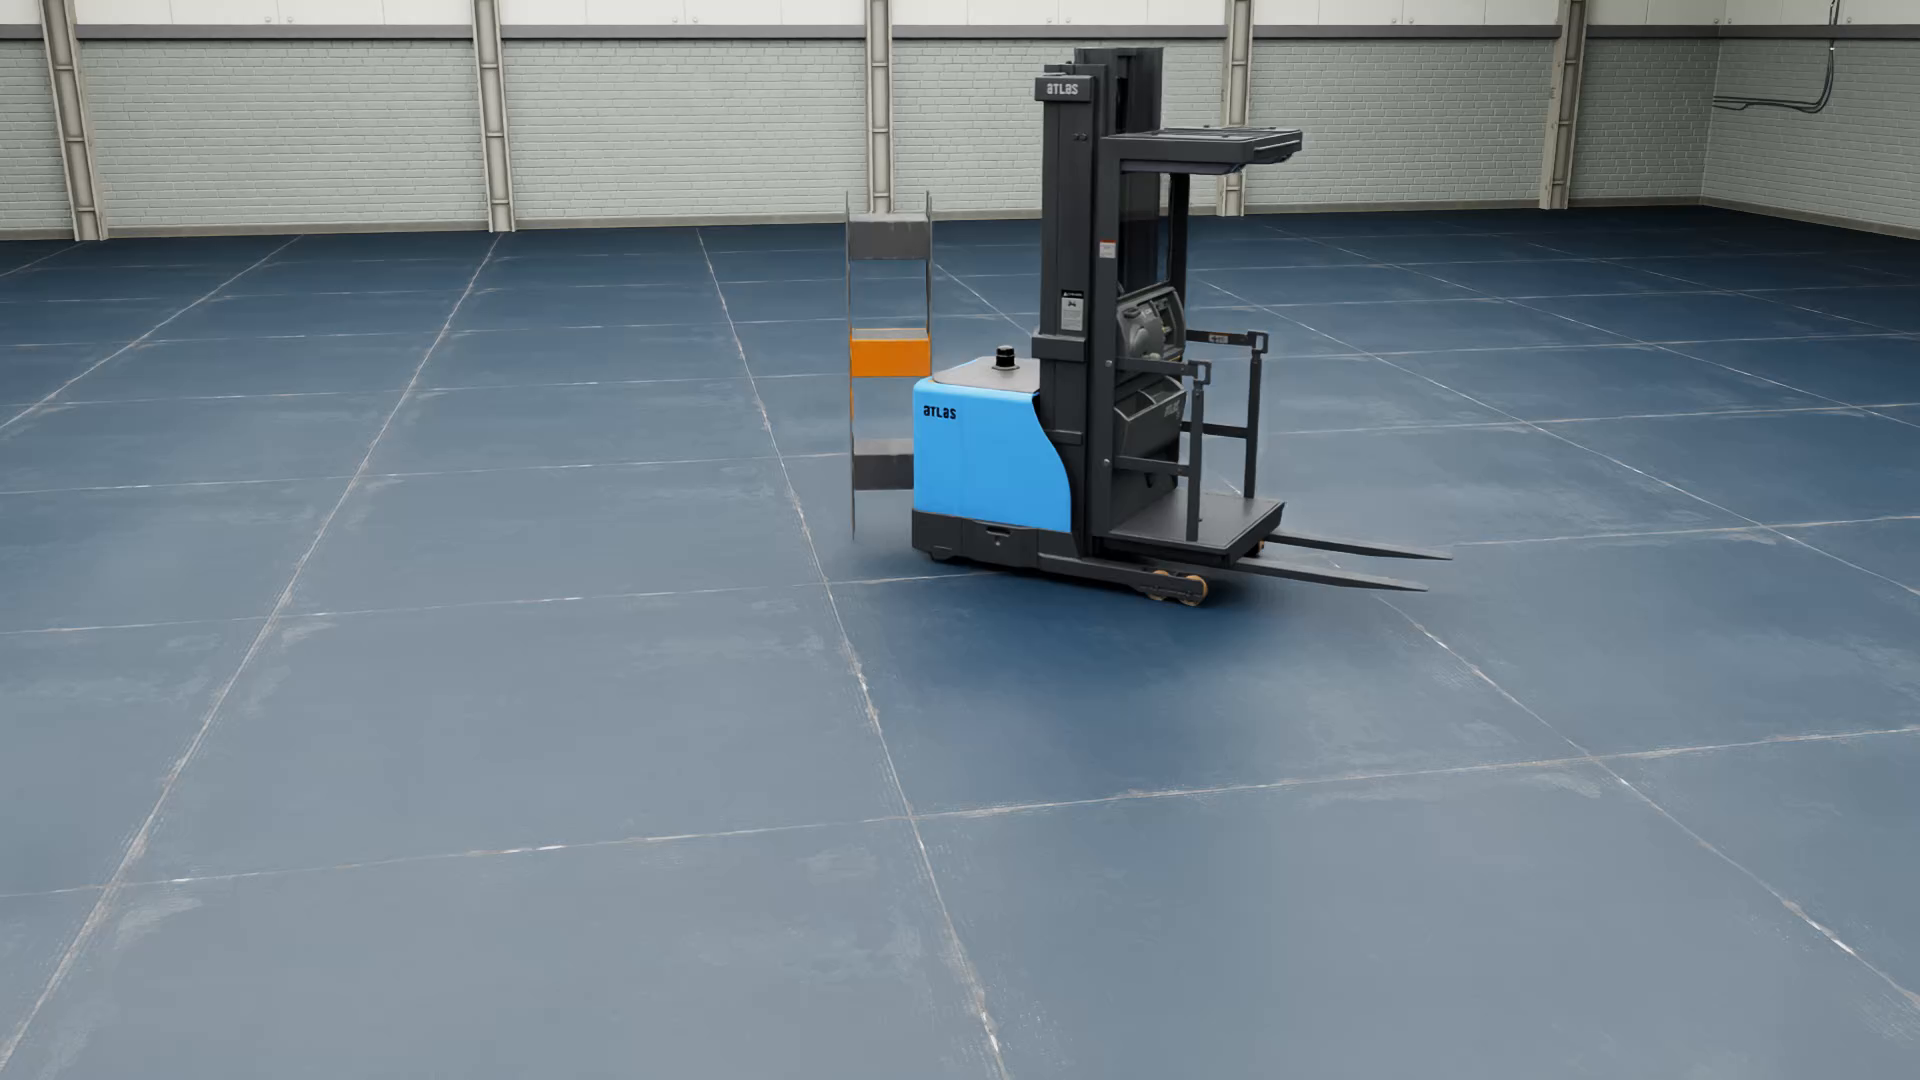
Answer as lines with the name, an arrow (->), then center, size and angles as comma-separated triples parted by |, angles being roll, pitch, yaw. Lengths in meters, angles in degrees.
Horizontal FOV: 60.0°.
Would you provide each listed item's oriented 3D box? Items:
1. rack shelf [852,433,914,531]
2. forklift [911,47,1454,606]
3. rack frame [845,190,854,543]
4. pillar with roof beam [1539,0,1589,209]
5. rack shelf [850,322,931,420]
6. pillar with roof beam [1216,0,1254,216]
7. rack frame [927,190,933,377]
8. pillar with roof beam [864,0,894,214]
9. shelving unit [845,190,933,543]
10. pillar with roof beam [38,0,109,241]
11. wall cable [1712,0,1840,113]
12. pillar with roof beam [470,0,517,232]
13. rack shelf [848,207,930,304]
rack shelf -> -0.427, -0.367, 10.362 | 0.480, 0.518, 0.431 | -1, 17, -3
forklift -> 1.258, -1.217, 9.283 | 3.031, 2.935, 1.130 | 9, 19, 26
rack frame -> -0.670, -1.045, 10.138 | 0.015, 2.100, 0.400 | -1, 17, -3
pillar with roof beam -> 11.302, -8.928, 24.053 | 0.400, 9.000, 9.100 | -3, 17, -10
rack shelf -> -0.427, -1.036, 10.156 | 0.480, 0.518, 0.431 | -1, 17, -3
pillar with roof beam -> 5.411, -8.594, 22.965 | 0.400, 9.000, 9.100 | -3, 17, -10
rack frame -> -0.183, -1.054, 10.166 | 0.015, 2.100, 0.400 | -1, 17, -3
pillar with roof beam -> -0.480, -8.260, 21.877 | 0.400, 9.000, 9.100 | -3, 17, -10
shelving unit -> -0.427, -1.049, 10.152 | 0.503, 2.100, 0.431 | -1, 17, -3
pillar with roof beam -> -12.262, -7.591, 19.701 | 0.400, 9.000, 9.100 | -3, 17, -10
wall cable -> 13.629, -8.468, 27.843 | 0.112, 2.526, 3.097 | -3, 17, -10
pillar with roof beam -> -6.371, -7.926, 20.789 | 0.400, 9.000, 9.100 | -3, 17, -10
rack shelf -> -0.427, -1.705, 9.951 | 0.480, 0.518, 0.431 | -1, 17, -3
